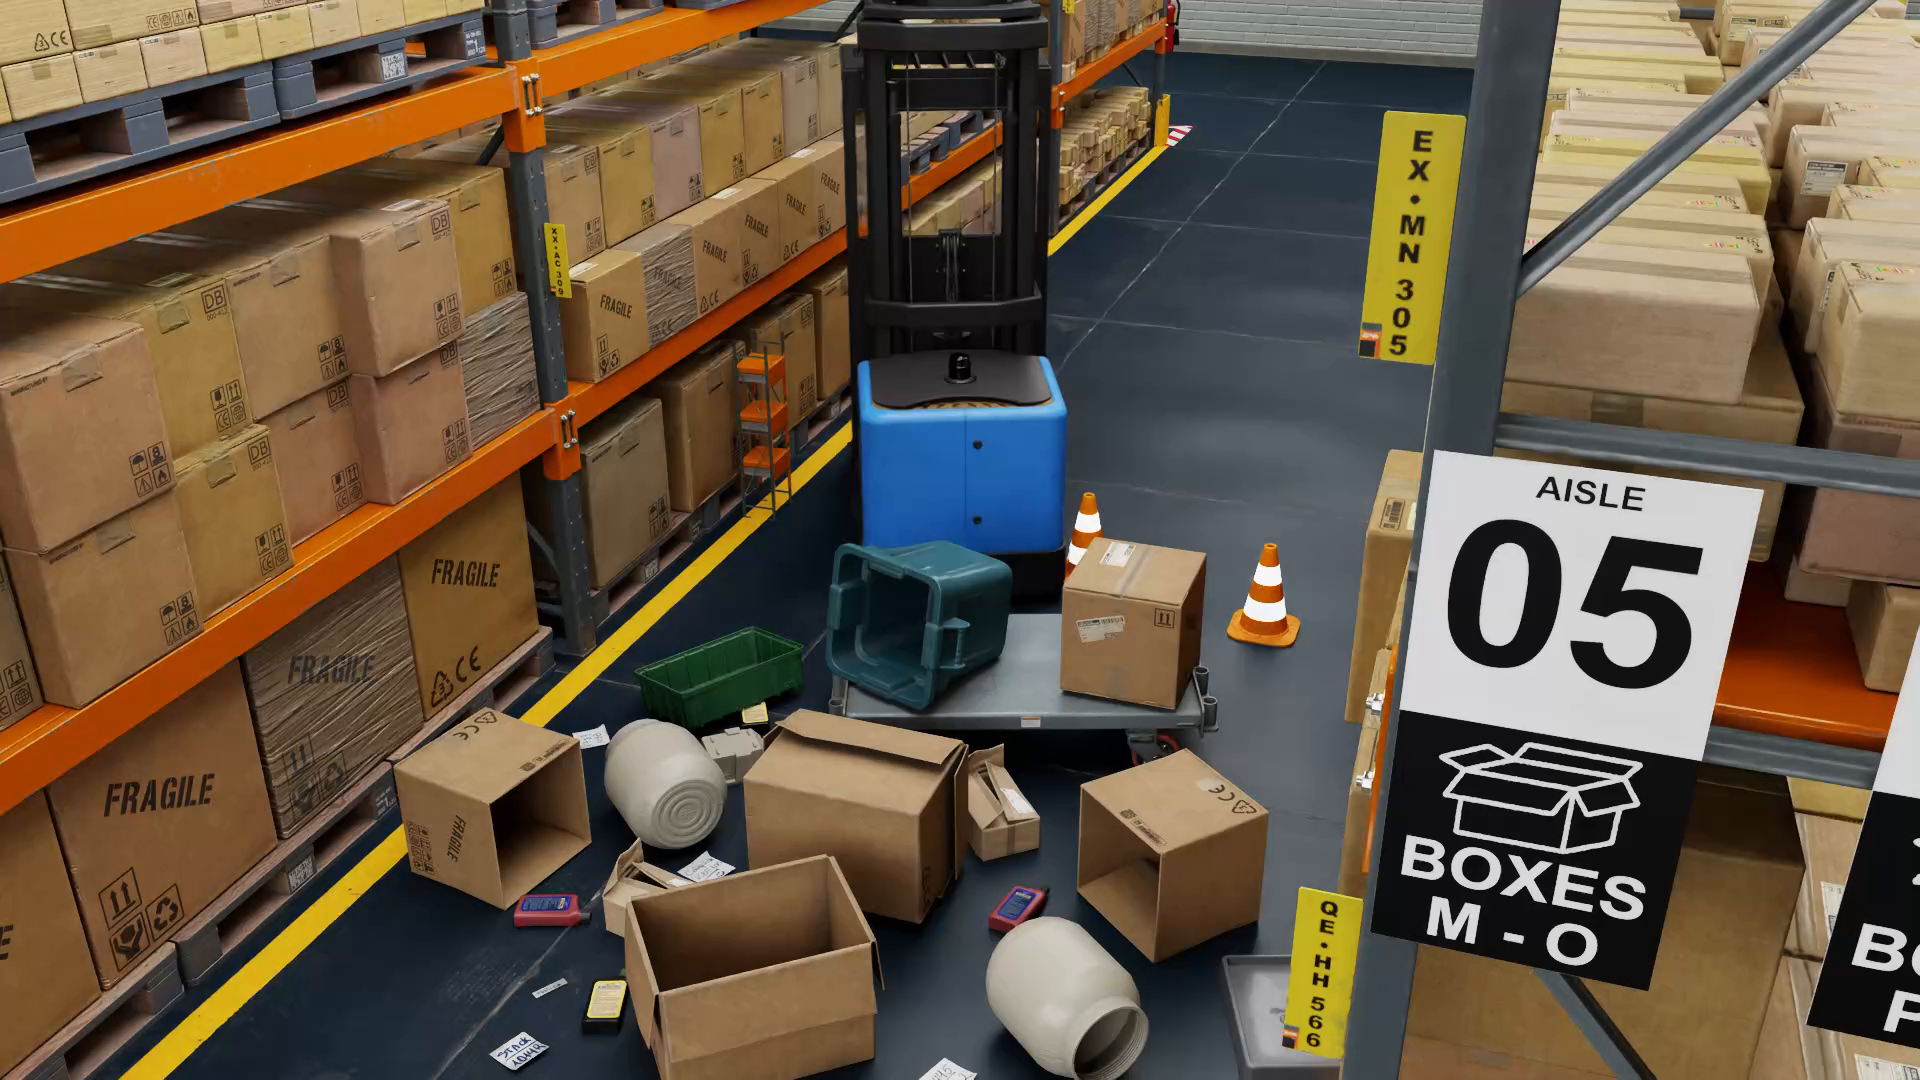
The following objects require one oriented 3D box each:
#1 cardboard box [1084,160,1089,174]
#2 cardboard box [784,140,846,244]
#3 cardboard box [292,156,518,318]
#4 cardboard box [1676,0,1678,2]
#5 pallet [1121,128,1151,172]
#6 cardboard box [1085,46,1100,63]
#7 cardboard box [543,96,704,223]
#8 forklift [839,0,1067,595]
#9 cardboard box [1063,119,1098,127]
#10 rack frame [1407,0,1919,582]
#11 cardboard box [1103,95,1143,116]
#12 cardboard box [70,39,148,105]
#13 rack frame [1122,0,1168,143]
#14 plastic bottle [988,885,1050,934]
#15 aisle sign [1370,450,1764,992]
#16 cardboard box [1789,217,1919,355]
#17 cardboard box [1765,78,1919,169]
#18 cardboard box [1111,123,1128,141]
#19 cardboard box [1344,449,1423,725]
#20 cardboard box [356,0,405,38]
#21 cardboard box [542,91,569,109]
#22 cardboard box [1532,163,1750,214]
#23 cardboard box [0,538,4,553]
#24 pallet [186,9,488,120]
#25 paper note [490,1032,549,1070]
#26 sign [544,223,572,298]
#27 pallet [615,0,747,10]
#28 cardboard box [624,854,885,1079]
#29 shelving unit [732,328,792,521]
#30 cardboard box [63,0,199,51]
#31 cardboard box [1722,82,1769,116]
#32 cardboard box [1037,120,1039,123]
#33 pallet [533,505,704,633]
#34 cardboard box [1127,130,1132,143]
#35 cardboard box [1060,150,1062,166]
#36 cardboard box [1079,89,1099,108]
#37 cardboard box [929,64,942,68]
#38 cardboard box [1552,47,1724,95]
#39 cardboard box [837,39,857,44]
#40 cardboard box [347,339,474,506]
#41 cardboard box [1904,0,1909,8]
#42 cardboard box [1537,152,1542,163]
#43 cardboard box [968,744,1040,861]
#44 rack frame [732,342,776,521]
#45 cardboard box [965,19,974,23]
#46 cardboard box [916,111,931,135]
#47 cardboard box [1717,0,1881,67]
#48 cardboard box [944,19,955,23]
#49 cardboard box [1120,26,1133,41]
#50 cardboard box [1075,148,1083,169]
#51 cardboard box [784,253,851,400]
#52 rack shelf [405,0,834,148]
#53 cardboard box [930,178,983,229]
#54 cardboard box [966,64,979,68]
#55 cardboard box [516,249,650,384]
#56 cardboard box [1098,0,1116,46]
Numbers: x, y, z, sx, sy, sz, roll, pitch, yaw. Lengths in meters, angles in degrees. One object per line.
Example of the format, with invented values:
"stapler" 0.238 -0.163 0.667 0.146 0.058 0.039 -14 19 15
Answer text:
"cardboard box" 1.030 -3.611 16.056 0.380 0.149 0.250 8 27 15
"cardboard box" -1.006 -2.128 10.089 0.500 0.500 0.500 9 27 17
"cardboard box" -2.428 -1.275 7.031 0.875 0.550 0.550 9 27 17
"cardboard box" 1.957 -1.595 5.033 0.380 0.149 0.250 10 27 19
"pallet" 1.392 -4.185 17.651 1.003 0.211 1.213 9 27 17
"cardboard box" 1.089 -4.551 15.496 0.380 0.149 0.250 9 27 18
"cardboard box" -1.775 -1.988 8.651 0.700 0.500 0.500 9 27 18
"forklift" -0.089 -1.623 9.238 1.130 2.935 3.031 -2 26 -4
"cardboard box" 1.125 -3.984 16.143 0.380 0.149 0.250 8 27 15
"rack frame" 1.098 -1.248 1.502 1.000 3.000 0.127 9 27 17
"cardboard box" 1.679 -4.499 17.207 0.380 0.149 0.250 8 27 16
"cardboard box" -2.683 -1.413 4.977 0.380 0.149 0.250 9 27 18
"rack frame" 1.721 -5.800 17.786 1.000 3.000 0.127 9 27 17
"plastic bottle" 0.231 1.389 6.311 0.133 0.061 0.283 14 29 26
"aisle sign" 0.804 0.265 2.277 0.394 0.787 0.004 9 27 17
"cardboard box" 1.477 -0.366 2.496 0.380 0.149 0.250 9 27 17
"cardboard box" 1.944 -0.881 3.560 0.380 0.149 0.250 9 27 19
"cardboard box" 1.483 -4.153 16.833 0.380 0.149 0.250 9 27 18
"cardboard box" 1.310 0.150 3.895 0.700 0.500 0.500 8 27 17
"cardboard box" -2.261 -1.933 6.050 0.380 0.149 0.250 9 27 18
"cardboard box" -4.448 -3.884 15.785 1.225 0.875 0.875 9 27 18
"cardboard box" 1.121 -0.534 2.842 0.380 0.149 0.250 8 27 17
"cardboard box" -3.348 -0.164 4.736 0.875 0.550 0.550 9 27 17
"pallet" -2.555 -1.844 6.276 1.003 0.211 1.213 9 27 17
"paper note" -1.495 1.731 5.641 0.144 0.017 0.142 20 32 35
"sign" -1.749 -1.214 7.231 0.100 0.325 0.005 9 27 17
"pallet" -1.475 -3.045 8.871 1.003 0.211 1.213 10 28 20
"cardboard box" -0.705 1.486 5.603 0.797 0.503 0.637 -9 27 -18
"shelving unit" -1.109 -0.644 9.374 0.215 1.050 0.252 7 27 15
"cardboard box" -2.698 -1.658 5.025 0.500 0.250 0.500 9 27 17
"cardboard box" 2.185 -0.973 4.206 0.500 0.250 0.500 8 27 17
"cardboard box" 0.627 -4.060 16.300 0.380 0.149 0.250 8 27 16
"pallet" -2.087 0.059 8.887 1.003 0.211 1.213 9 27 17
"cardboard box" 1.583 -4.243 17.360 0.380 0.149 0.250 9 27 17
"cardboard box" 0.699 -3.441 15.022 0.380 0.149 0.250 10 28 20
"cardboard box" 1.247 -4.677 17.574 0.380 0.149 0.250 9 27 18
"cardboard box" -0.344 -3.337 11.825 0.380 0.149 0.250 8 27 15
"cardboard box" 1.577 -1.055 3.918 0.380 0.149 0.250 9 27 18
"cardboard box" -0.778 -3.655 12.480 0.380 0.149 0.250 10 28 20
"cardboard box" -2.546 -0.553 6.778 0.875 0.550 0.550 9 27 17
"cardboard box" 3.001 -1.846 5.868 0.500 0.250 0.500 8 27 16
"cardboard box" 1.351 -0.634 3.507 0.500 0.250 0.500 10 27 19
"cardboard box" 0.134 1.062 6.752 0.258 0.266 0.396 -9 27 -18
"rack frame" -1.144 -0.593 9.269 0.200 1.050 0.008 7 27 15
"cardboard box" 0.284 -4.575 14.800 0.500 0.500 0.500 9 27 18
"cardboard box" -0.424 -2.964 11.736 0.380 0.149 0.250 10 28 20
"cardboard box" 2.344 -1.414 4.660 0.380 0.149 0.250 9 27 19
"cardboard box" -0.262 -4.289 13.790 0.380 0.149 0.250 10 27 19
"cardboard box" 1.513 -5.097 16.624 0.380 0.149 0.250 8 27 15
"cardboard box" 0.951 -3.631 15.756 0.380 0.149 0.250 7 27 15
"cardboard box" -1.229 -1.451 10.905 1.050 0.750 0.750 8 27 17
"rack shelf" -1.607 -2.717 8.802 1.077 0.370 4.000 9 27 17
"cardboard box" -0.138 -2.572 12.646 0.500 0.250 0.500 9 27 18
"cardboard box" -0.078 -3.532 12.569 0.380 0.149 0.250 10 27 19
"cardboard box" -1.844 -1.090 7.945 0.500 0.500 0.500 9 27 18
"cardboard box" 1.151 -4.908 15.489 0.500 0.500 0.500 8 27 16
